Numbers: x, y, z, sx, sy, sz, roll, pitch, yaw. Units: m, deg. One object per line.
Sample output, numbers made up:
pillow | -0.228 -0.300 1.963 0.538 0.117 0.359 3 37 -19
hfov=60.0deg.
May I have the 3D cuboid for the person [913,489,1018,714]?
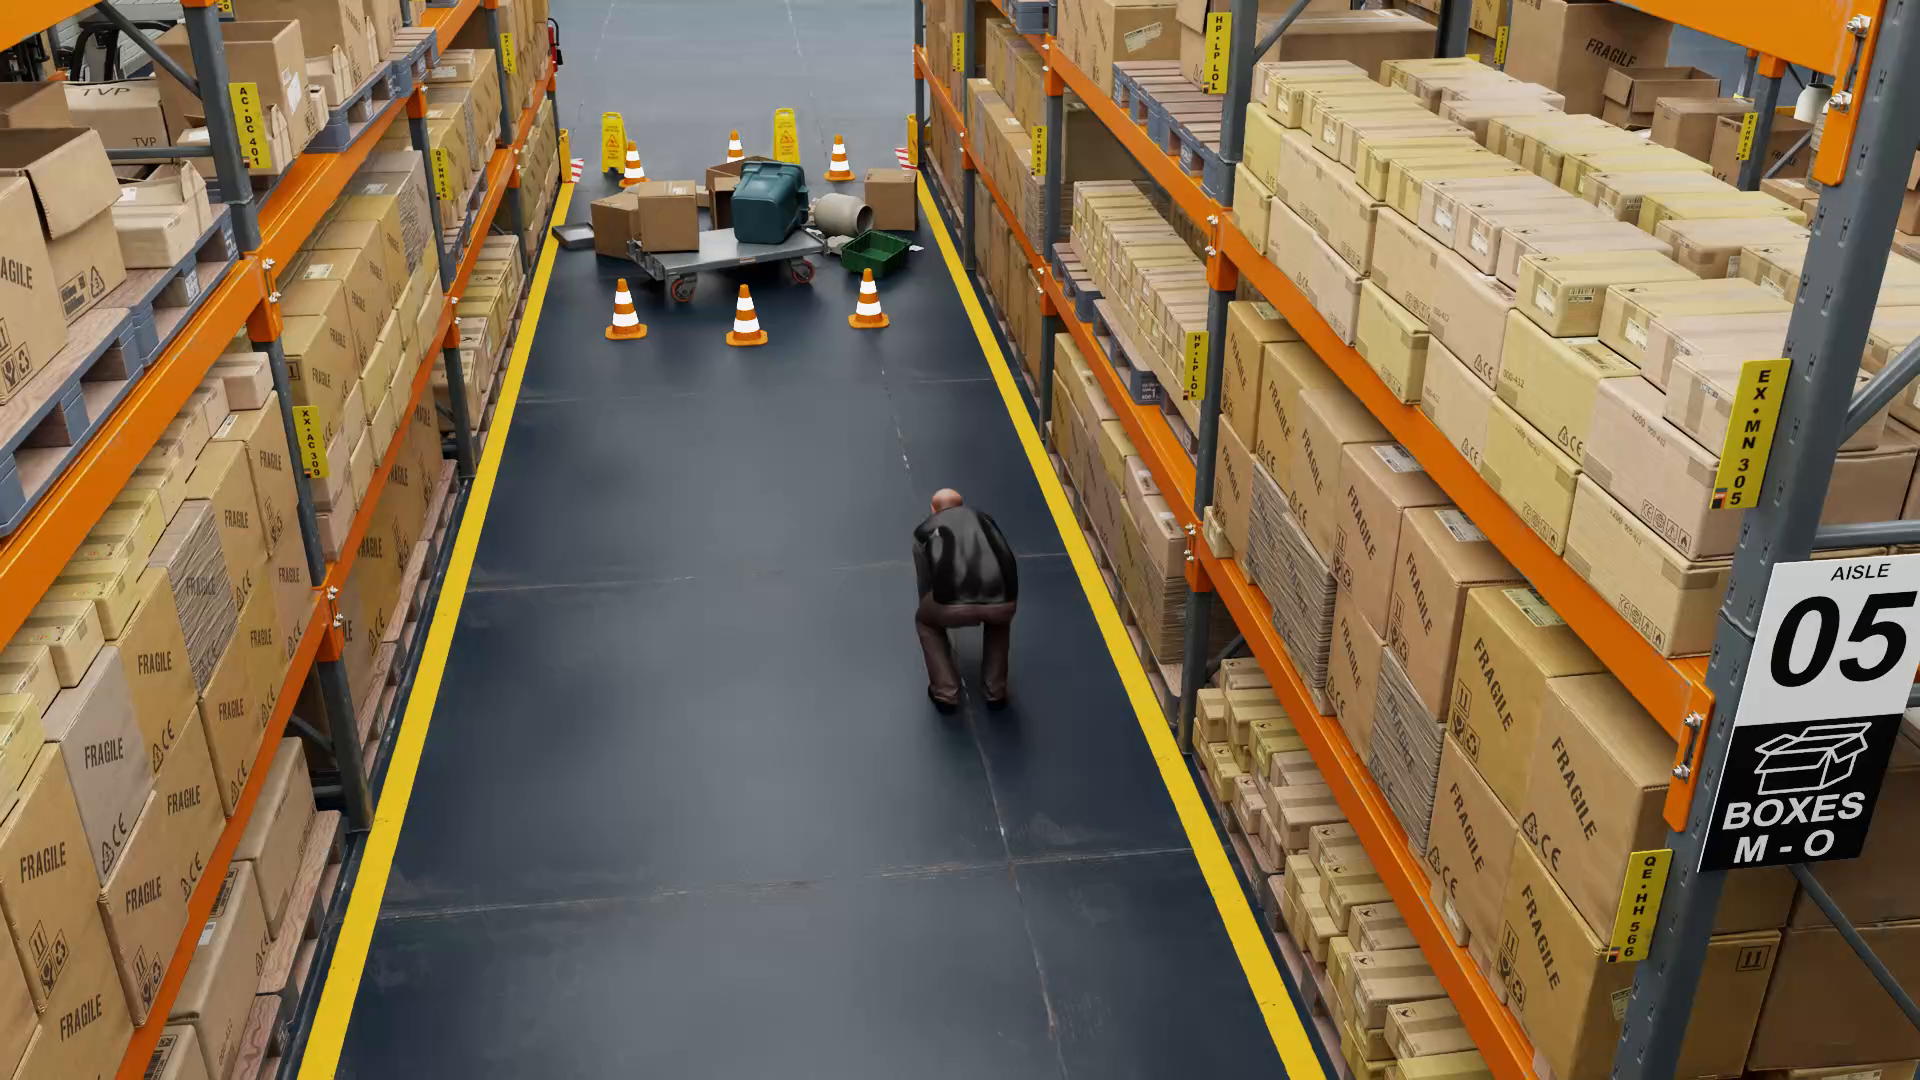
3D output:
person | 0.013 0.324 8.796 0.517 1.007 0.949 -5 27 -10
